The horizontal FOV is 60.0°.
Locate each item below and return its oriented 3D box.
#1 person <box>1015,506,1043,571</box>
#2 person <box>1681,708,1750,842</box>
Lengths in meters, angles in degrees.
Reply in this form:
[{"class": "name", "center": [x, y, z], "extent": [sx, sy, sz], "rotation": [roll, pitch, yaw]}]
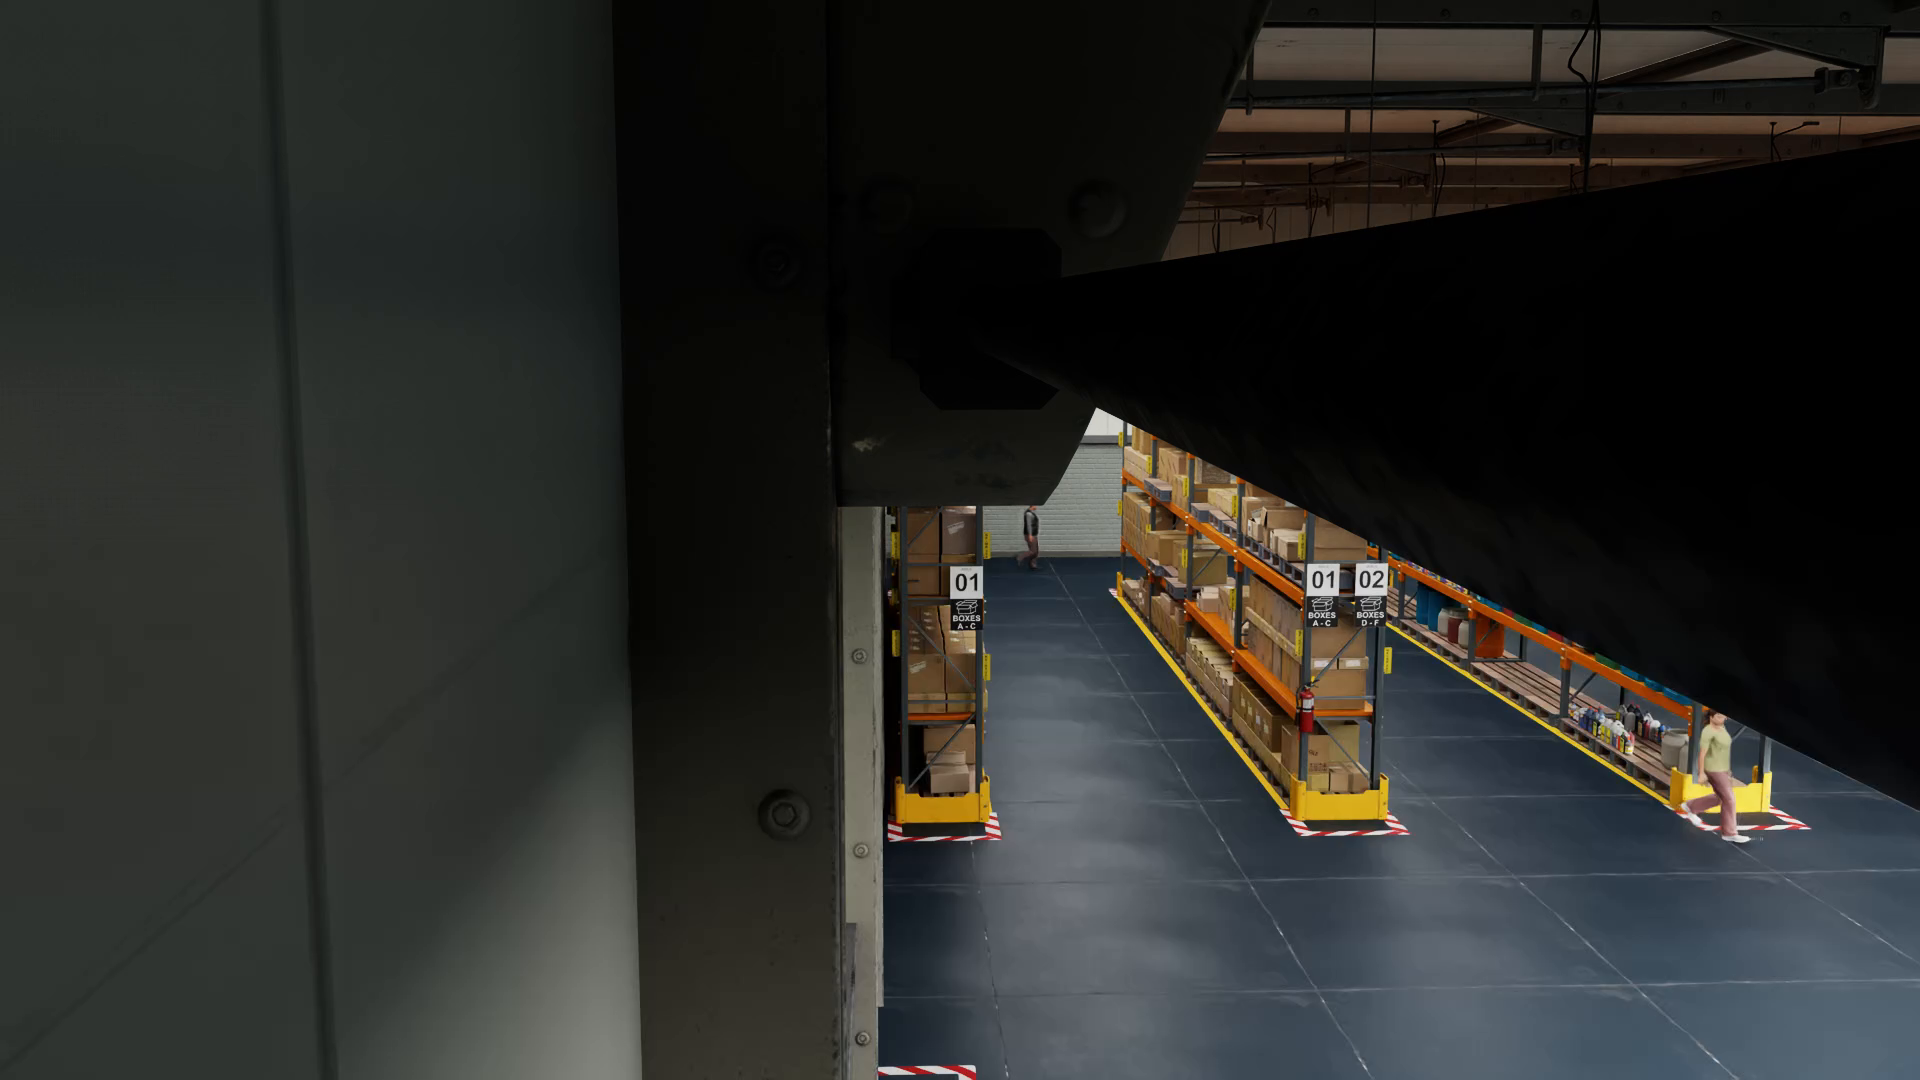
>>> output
[{"class": "person", "center": [1.654, -0.108, 39.721], "extent": [0.636, 1.715, 0.577], "rotation": [2, 8, 12]}, {"class": "person", "center": [9.027, 2.744, 19.820], "extent": [0.825, 1.634, 0.476], "rotation": [7, 11, 42]}]
